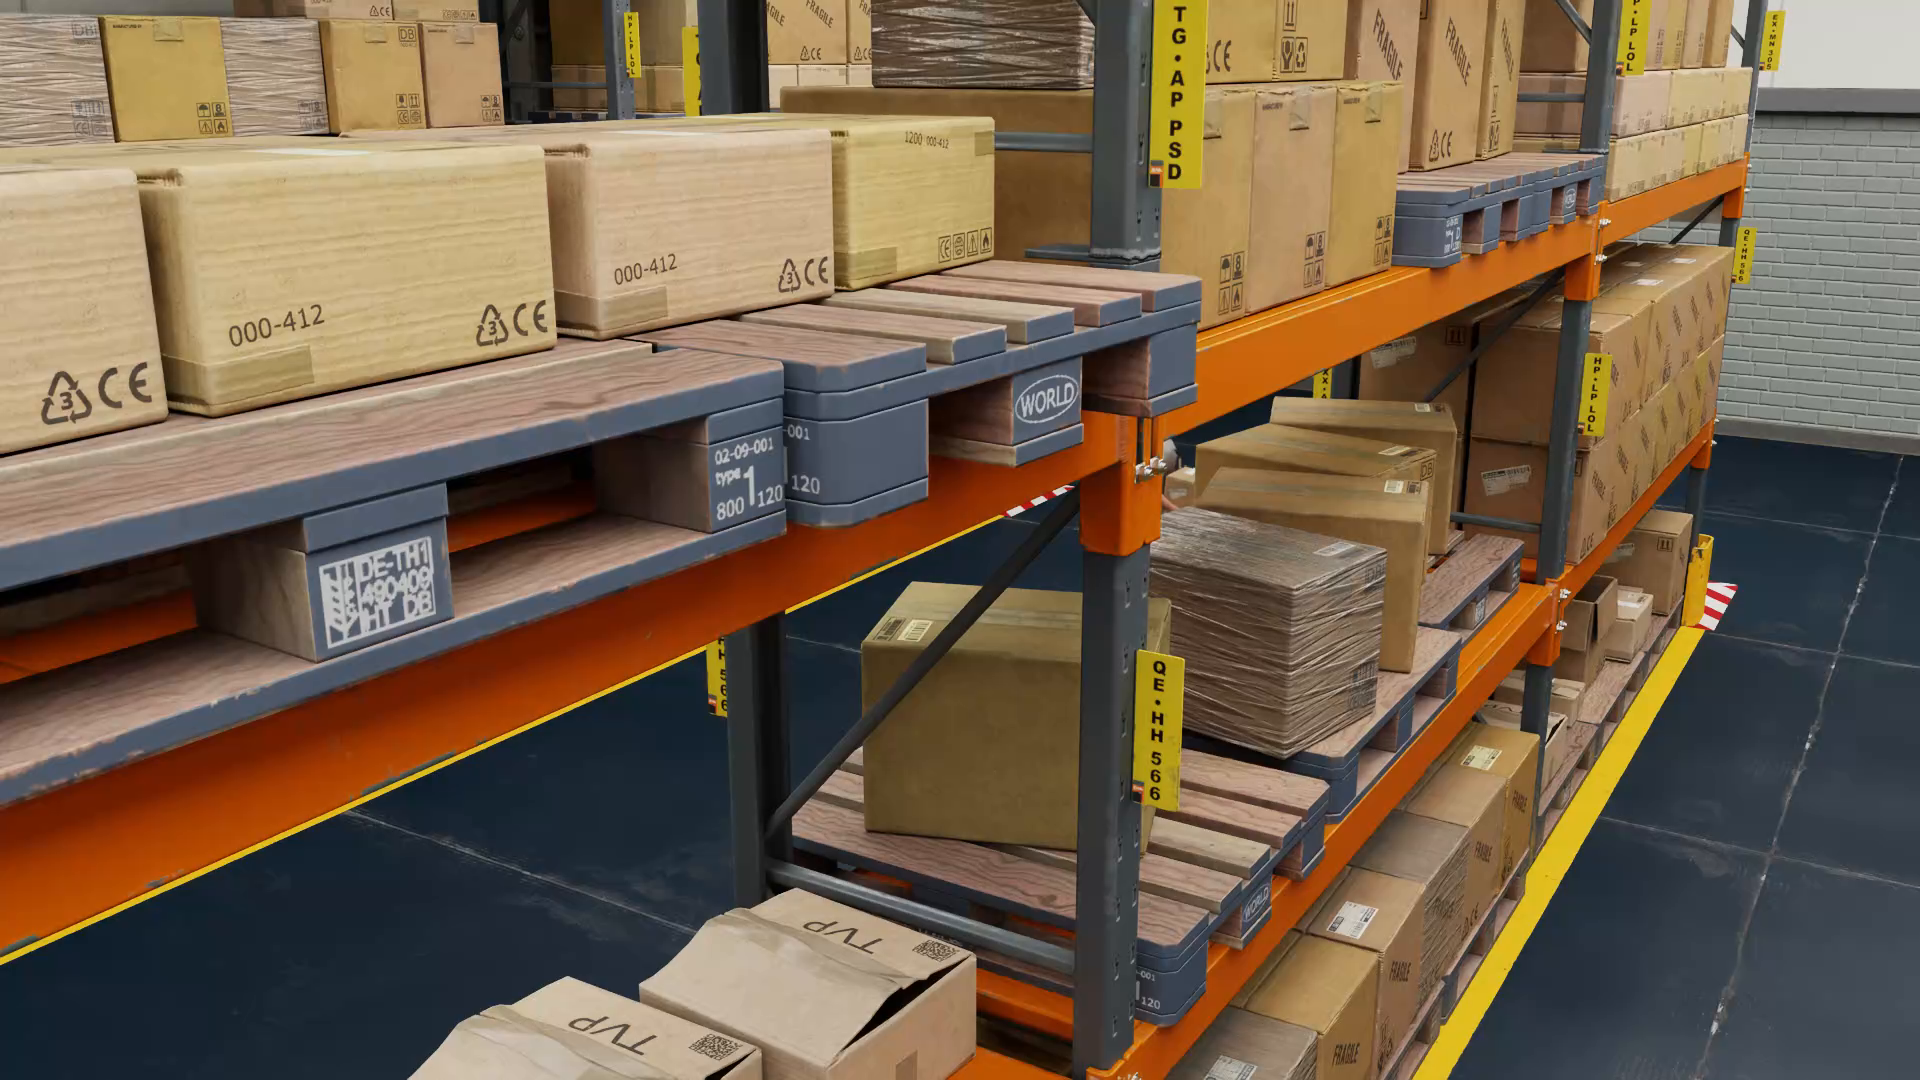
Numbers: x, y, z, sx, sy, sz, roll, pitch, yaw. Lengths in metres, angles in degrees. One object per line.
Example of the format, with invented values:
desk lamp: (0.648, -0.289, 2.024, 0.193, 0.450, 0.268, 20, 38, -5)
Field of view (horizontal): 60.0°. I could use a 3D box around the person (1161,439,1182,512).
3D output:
person: (1.126, -0.096, 9.375, 0.549, 1.667, 0.442, 10, 19, 30)
